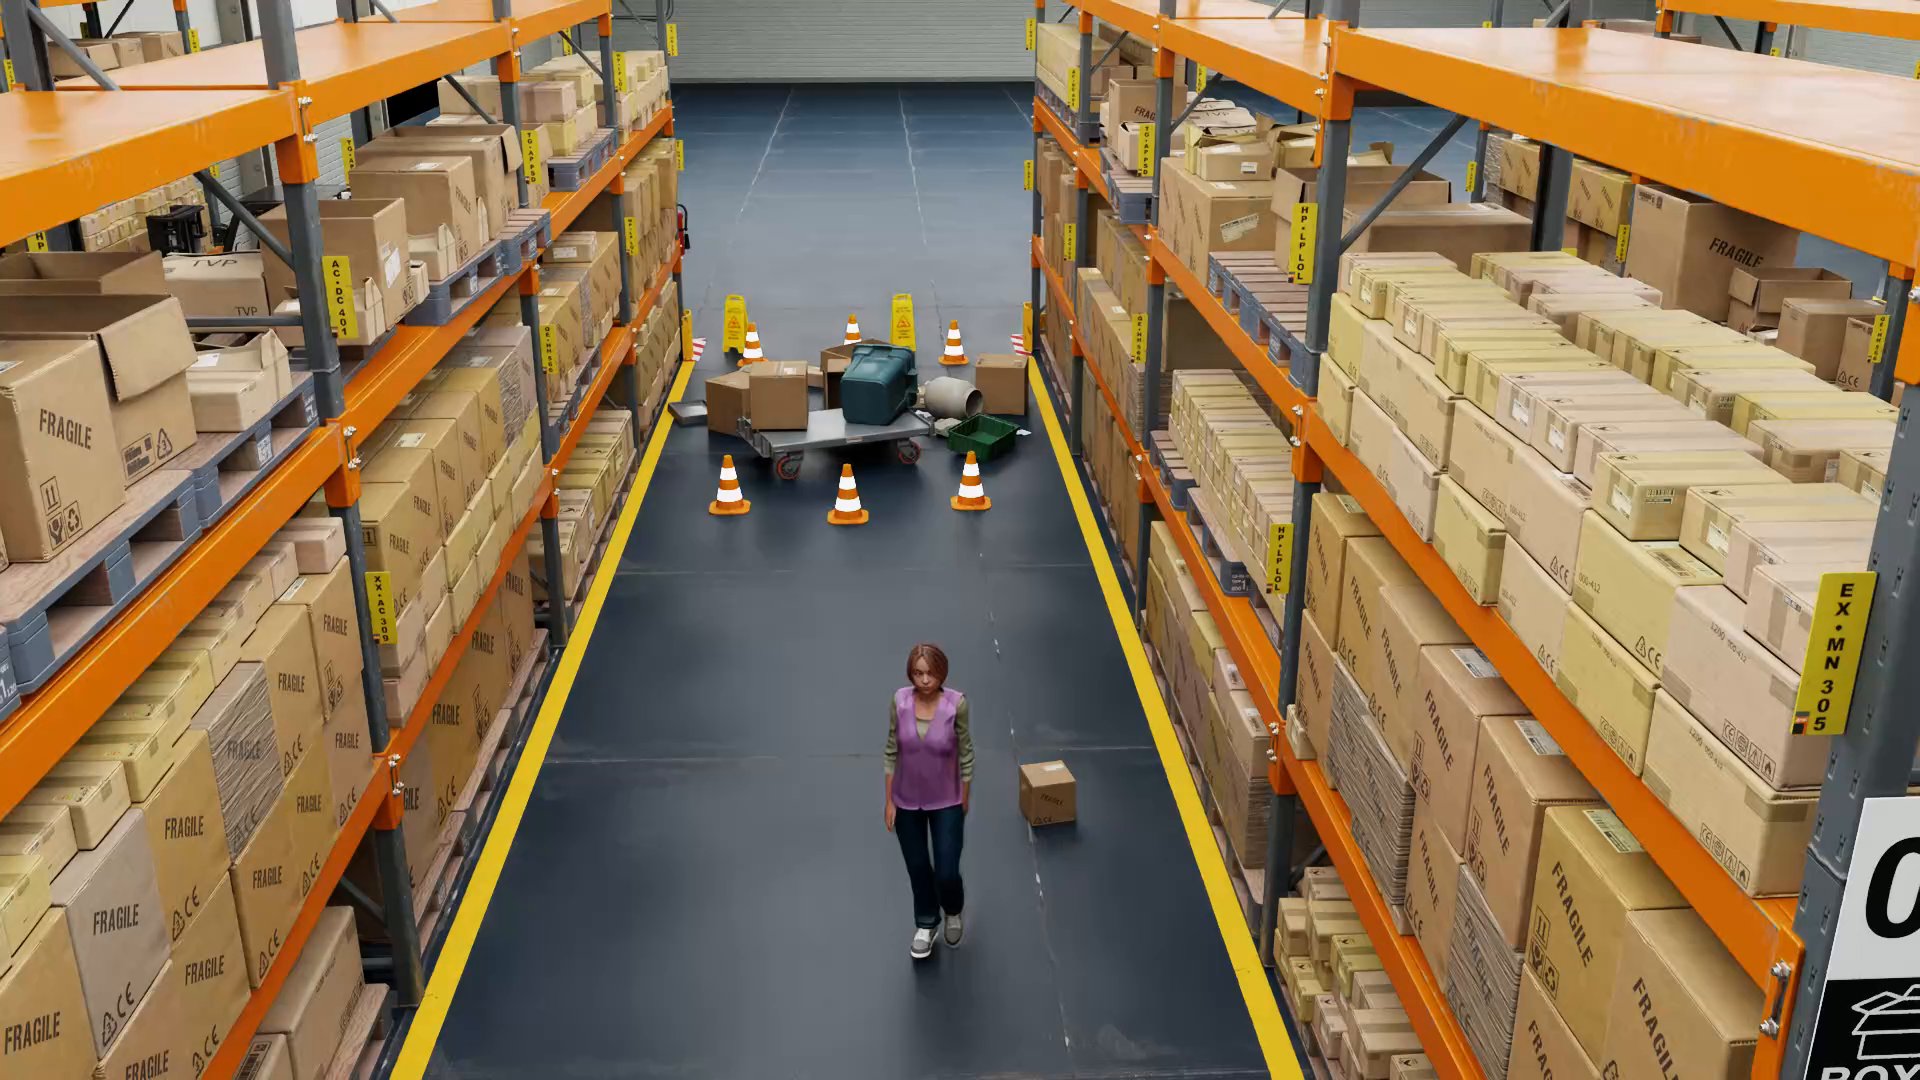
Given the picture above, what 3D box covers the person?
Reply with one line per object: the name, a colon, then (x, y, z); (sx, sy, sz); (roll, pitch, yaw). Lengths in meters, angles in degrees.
person: (-0.154, 1.233, 7.761); (0.410, 1.591, 0.402); (4, 21, 11)
